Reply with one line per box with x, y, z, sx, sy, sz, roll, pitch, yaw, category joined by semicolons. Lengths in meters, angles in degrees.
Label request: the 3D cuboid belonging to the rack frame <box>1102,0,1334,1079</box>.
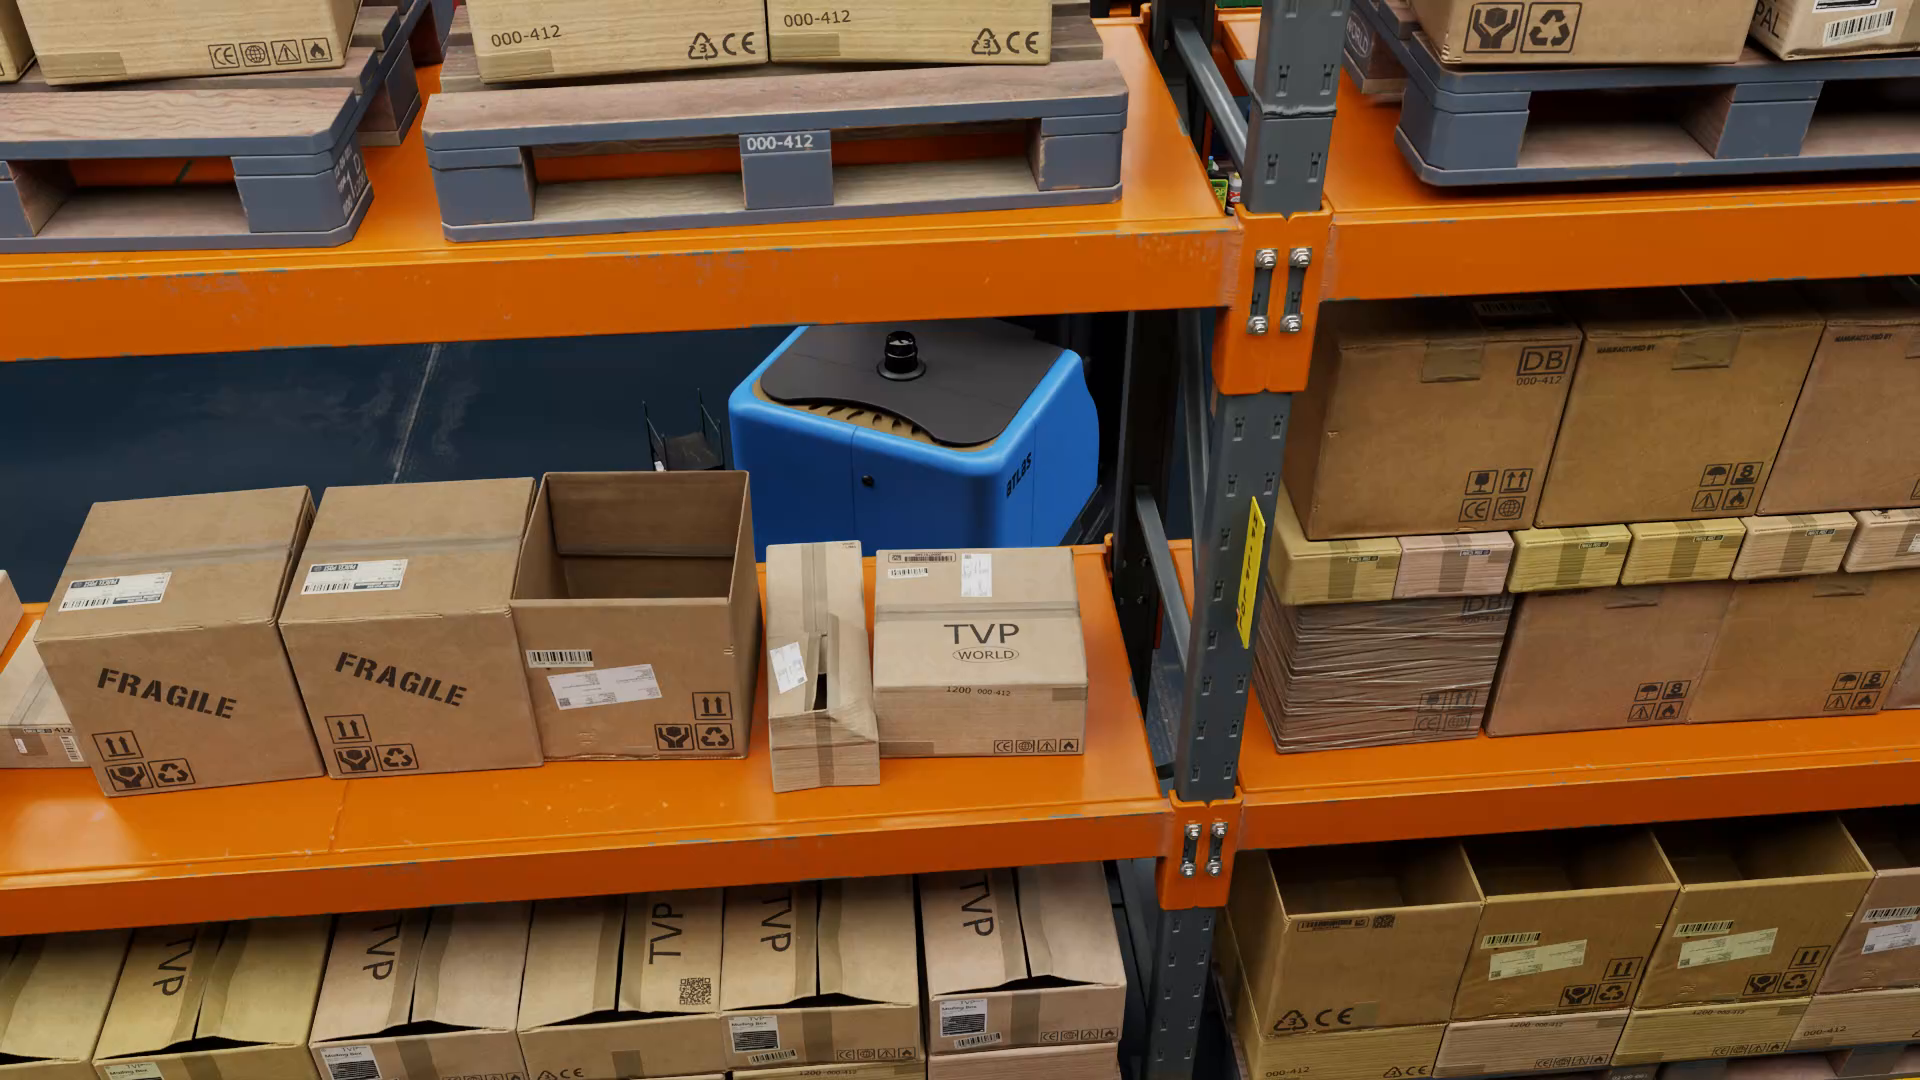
0.529;0.157;4.129;0.127;3.000;1.000;-3;38;-4;rack frame

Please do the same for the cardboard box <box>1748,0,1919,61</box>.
1.592;-1.100;2.920;0.500;0.311;0.500;-5;39;-6;cardboard box

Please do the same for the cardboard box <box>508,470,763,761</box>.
-0.762;0.179;4.021;0.500;0.500;0.500;-1;38;-1;cardboard box

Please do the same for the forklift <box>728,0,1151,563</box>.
0.255;-1.503;6.288;1.130;2.935;3.031;15;41;19;forklift

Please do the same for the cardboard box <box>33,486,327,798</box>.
-1.785;0.235;3.949;0.500;0.500;0.500;-5;39;-6;cardboard box

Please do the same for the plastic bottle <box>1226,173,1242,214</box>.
1.407;-1.773;8.479;0.097;0.201;0.097;0;38;0;plastic bottle

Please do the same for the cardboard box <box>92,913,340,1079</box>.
-1.877;1.163;4.282;0.500;0.311;0.500;-4;38;-5;cardboard box

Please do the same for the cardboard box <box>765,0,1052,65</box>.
-0.086;-1.098;3.081;0.500;0.250;0.500;1;38;1;cardboard box

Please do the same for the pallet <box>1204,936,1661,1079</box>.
1.325;1.234;5.015;1.213;0.211;1.003;-3;38;-4;pallet

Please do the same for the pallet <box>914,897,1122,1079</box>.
-0.201;1.316;4.911;1.213;0.211;1.003;-3;38;-4;pallet

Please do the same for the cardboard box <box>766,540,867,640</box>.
-0.372;0.178;4.305;0.250;0.149;0.380;-3;38;-4;cardboard box

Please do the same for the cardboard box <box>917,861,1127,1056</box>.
0.151;1.051;4.425;0.500;0.311;0.500;-3;38;-4;cardboard box

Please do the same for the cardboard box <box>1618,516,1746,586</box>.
1.582;-0.076;3.821;0.250;0.149;0.380;-3;38;-4;cardboard box

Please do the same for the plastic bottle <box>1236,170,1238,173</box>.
1.508;-1.914;8.599;0.135;0.276;0.152;-3;38;-4;plastic bottle

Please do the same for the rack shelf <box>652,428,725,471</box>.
-0.984;-0.285;6.002;0.200;0.077;0.258;-16;41;-19;rack shelf

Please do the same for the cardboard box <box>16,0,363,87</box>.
-1.381;-1.059;3.031;0.500;0.250;0.500;-6;39;-8;cardboard box

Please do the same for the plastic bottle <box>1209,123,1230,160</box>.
1.395;-2.188;8.939;0.133;0.283;0.061;-3;38;-4;plastic bottle

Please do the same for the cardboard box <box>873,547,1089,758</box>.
0.043;0.270;4.107;0.500;0.250;0.500;-1;38;-1;cardboard box

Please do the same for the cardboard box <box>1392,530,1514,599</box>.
1.064;-0.046;3.782;0.250;0.149;0.380;-3;38;-3;cardboard box

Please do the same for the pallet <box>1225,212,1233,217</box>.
0.767;-1.816;8.881;1.213;0.211;1.003;-3;38;-4;pallet

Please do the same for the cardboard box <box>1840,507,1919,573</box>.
2.097;-0.105;3.857;0.250;0.149;0.380;-4;38;-5;cardboard box

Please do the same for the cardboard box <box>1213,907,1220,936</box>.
0.972;0.912;5.054;0.500;0.250;0.500;-3;38;-4;cardboard box

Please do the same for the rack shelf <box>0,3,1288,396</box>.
-1.463;-0.628;3.284;4.000;0.370;1.077;-3;38;-4;rack shelf

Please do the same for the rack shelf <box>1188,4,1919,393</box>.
2.521;-0.848;3.562;4.000;0.370;1.077;-3;38;-4;rack shelf

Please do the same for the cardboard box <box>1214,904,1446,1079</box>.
1.018;1.234;4.646;0.500;0.250;0.500;-3;38;-4;cardboard box

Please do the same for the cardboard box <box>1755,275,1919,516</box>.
1.973;-0.475;3.802;0.500;0.500;0.700;-3;38;-4;cardboard box

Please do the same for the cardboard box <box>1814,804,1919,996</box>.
2.513;0.862;4.512;0.500;0.500;0.500;-3;38;-4;cardboard box

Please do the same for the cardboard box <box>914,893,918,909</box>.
0.105;0.941;5.016;0.500;0.250;0.500;-4;38;-5;cardboard box

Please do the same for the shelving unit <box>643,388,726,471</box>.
-0.984;-0.099;6.149;0.210;0.900;0.258;-16;41;-19;shelving unit

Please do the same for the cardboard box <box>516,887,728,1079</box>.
-0.864;1.109;4.351;0.500;0.311;0.500;-3;38;-4;cardboard box

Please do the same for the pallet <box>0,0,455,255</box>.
-1.673;-0.882;3.177;1.213;0.211;1.003;-1;38;-2;pallet

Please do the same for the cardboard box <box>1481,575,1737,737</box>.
1.495;0.057;4.176;0.500;0.500;0.700;-4;38;-4;cardboard box

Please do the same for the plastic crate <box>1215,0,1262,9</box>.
1.471;-2.716;7.942;0.662;0.188;0.450;-3;38;-4;plastic crate

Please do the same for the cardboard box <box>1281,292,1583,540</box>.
0.971;-0.420;3.732;0.500;0.500;0.700;-3;38;-4;cardboard box

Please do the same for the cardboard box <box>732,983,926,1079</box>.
-0.362;1.300;4.561;0.500;0.250;0.500;-4;38;-5;cardboard box

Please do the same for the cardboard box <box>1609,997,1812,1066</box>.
2.015;1.185;4.707;0.500;0.250;0.500;-3;38;-4;cardboard box

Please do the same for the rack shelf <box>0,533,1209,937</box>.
-1.463;0.549;4.213;4.000;0.370;1.077;-3;38;-4;rack shelf

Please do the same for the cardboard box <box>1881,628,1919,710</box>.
2.505;0.003;4.244;0.500;0.500;0.700;-2;38;-3;cardboard box

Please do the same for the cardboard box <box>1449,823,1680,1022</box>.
1.516;0.913;4.447;0.500;0.500;0.500;-3;38;-4;cardboard box

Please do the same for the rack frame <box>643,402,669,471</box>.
-1.076;-0.072;6.115;0.006;0.900;0.240;-16;41;-19;rack frame
